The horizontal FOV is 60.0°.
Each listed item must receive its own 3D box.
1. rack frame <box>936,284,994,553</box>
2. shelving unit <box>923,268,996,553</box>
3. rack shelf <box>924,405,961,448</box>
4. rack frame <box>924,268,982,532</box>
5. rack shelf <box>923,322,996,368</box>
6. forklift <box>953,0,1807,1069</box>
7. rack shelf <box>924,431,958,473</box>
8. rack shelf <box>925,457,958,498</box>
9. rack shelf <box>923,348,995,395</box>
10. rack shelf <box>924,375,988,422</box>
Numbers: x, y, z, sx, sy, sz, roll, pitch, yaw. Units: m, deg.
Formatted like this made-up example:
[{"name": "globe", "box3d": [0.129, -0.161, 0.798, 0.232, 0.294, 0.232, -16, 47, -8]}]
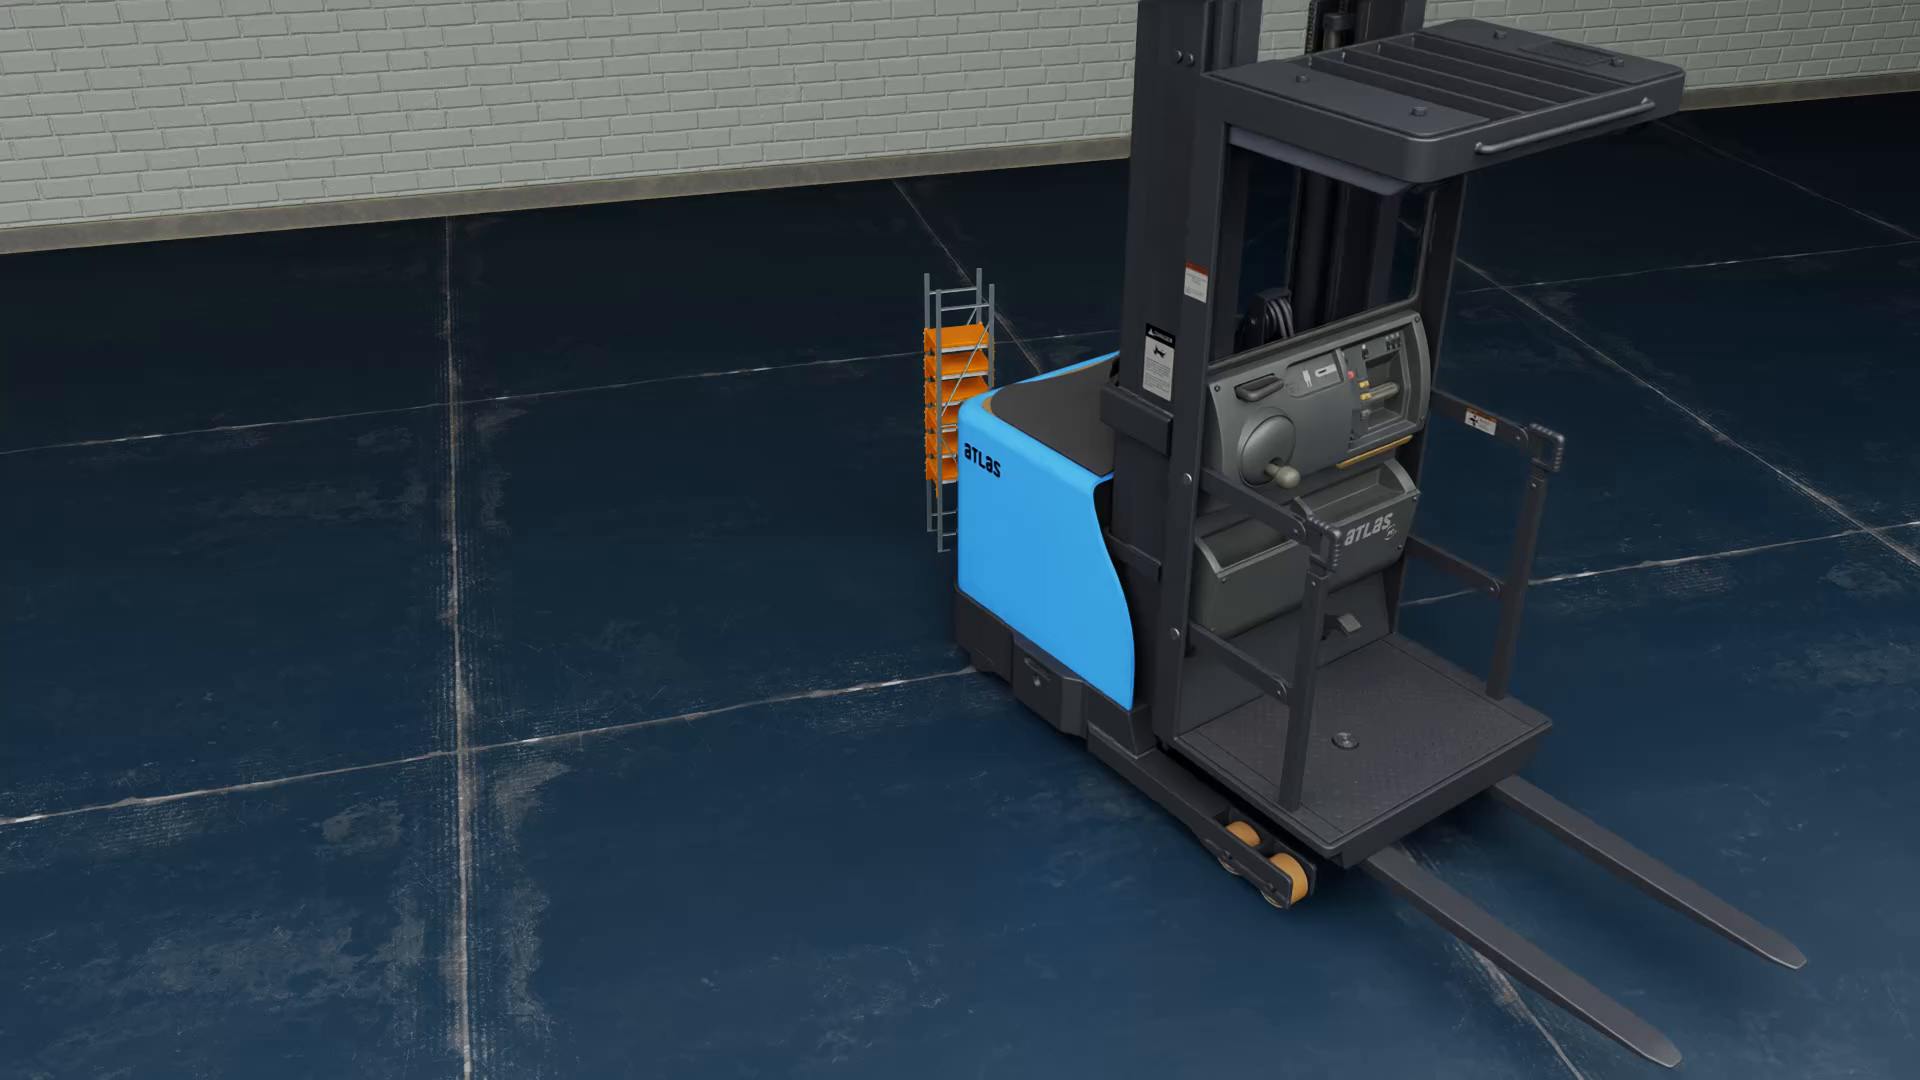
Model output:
[{"name": "rack frame", "box3d": [0.020, -0.482, 6.885, 0.240, 1.200, 0.006, -8, 31, -13]}, {"name": "shelving unit", "box3d": [-0.004, -0.526, 6.962, 0.258, 1.200, 0.189, -8, 31, -13]}, {"name": "rack shelf", "box3d": [-0.004, -0.488, 6.984, 0.258, 0.103, 0.180, -8, 31, -13]}, {"name": "rack frame", "box3d": [-0.028, -0.570, 7.038, 0.240, 1.200, 0.006, -8, 31, -13]}, {"name": "rack shelf", "box3d": [-0.004, -0.799, 6.803, 0.258, 0.103, 0.180, -8, 31, -13]}, {"name": "forklift", "box3d": [1.252, -0.389, 4.997, 1.130, 2.935, 3.031, -20, 36, -31]}, {"name": "rack shelf", "box3d": [-0.004, -0.384, 7.044, 0.258, 0.103, 0.180, -8, 31, -13]}, {"name": "rack shelf", "box3d": [-0.004, -0.280, 7.104, 0.258, 0.103, 0.180, -8, 31, -13]}, {"name": "rack shelf", "box3d": [-0.004, -0.696, 6.864, 0.258, 0.103, 0.180, -8, 31, -13]}, {"name": "rack shelf", "box3d": [-0.004, -0.592, 6.924, 0.258, 0.103, 0.180, -8, 31, -13]}]
